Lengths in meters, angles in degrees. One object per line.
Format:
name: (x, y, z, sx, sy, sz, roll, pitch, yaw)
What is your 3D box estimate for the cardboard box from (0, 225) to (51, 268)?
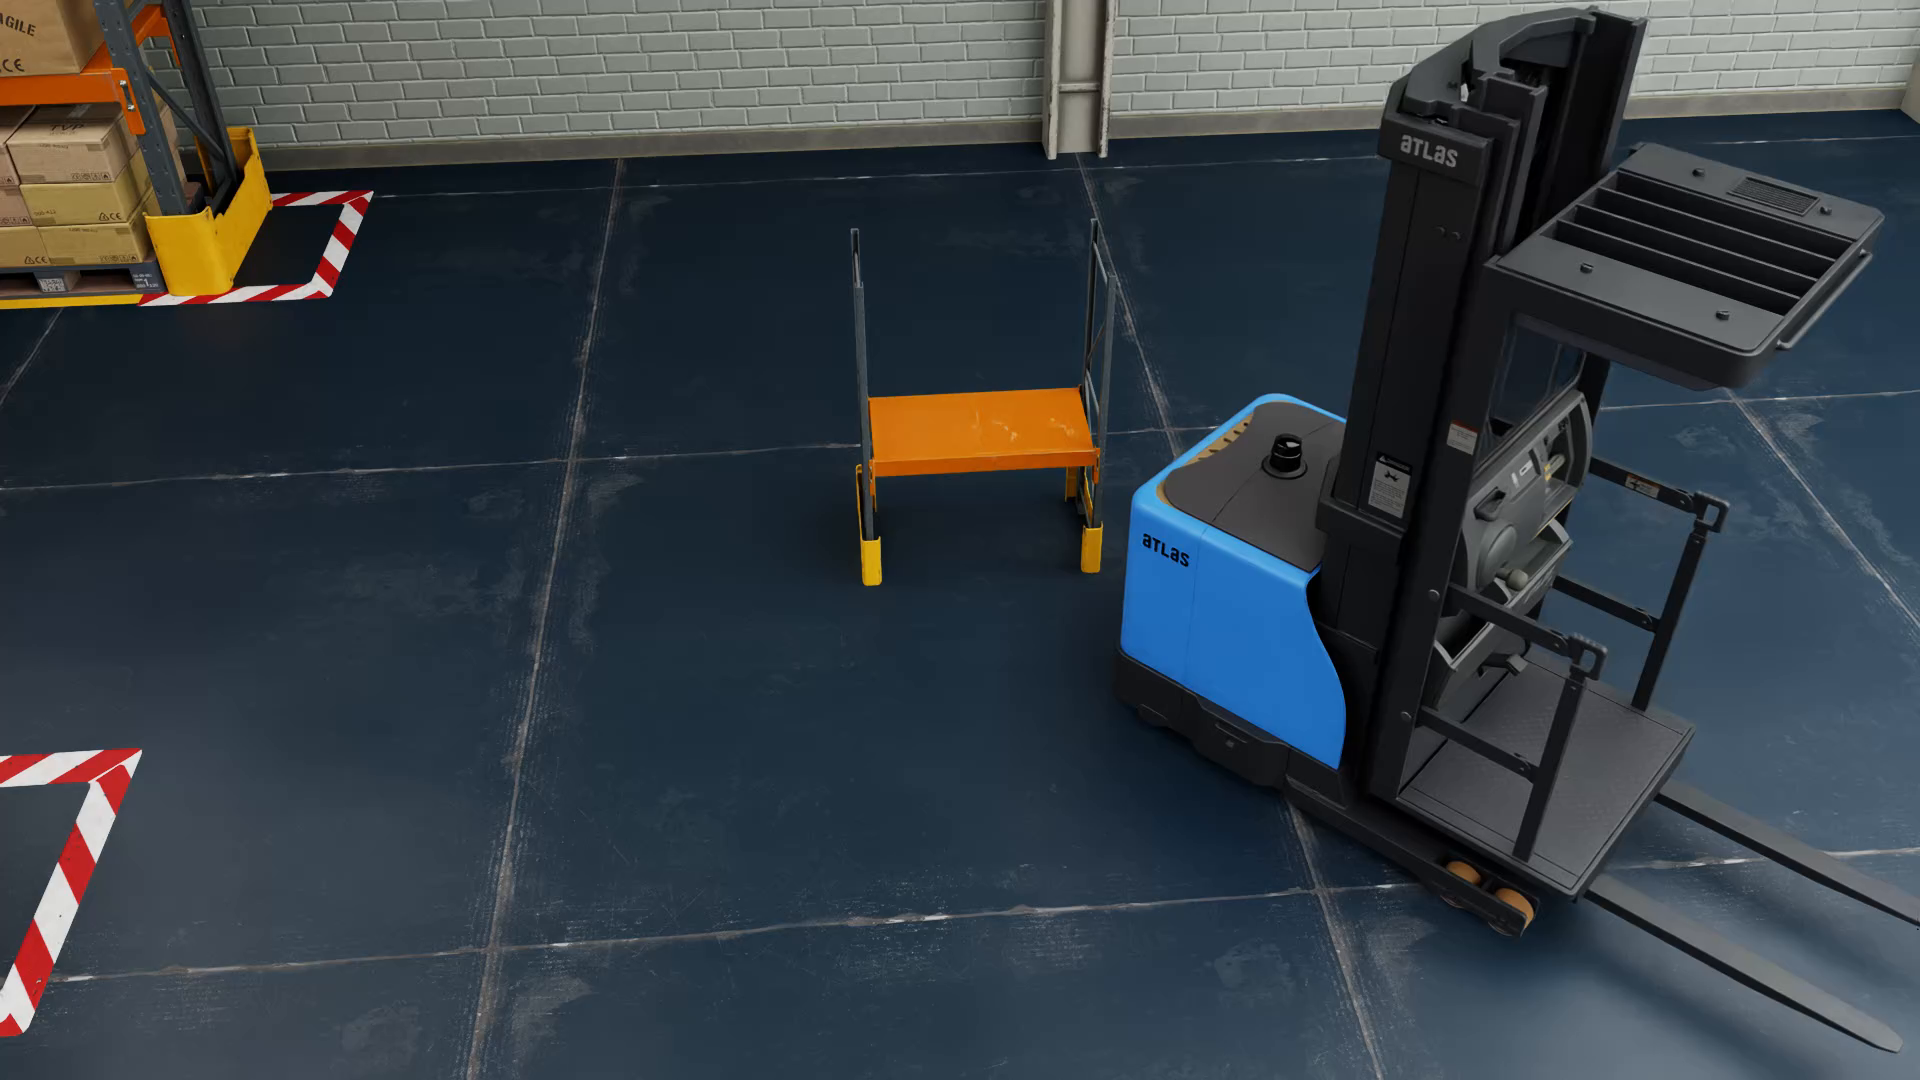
cardboard box: (-5.381, -1.779, 9.464, 0.500, 0.250, 0.500, -3, 38, -4)

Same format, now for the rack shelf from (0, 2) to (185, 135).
rack shelf: (-6.437, -2.544, 9.133, 4.000, 0.370, 1.077, -3, 38, -4)

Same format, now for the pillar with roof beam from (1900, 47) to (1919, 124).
pillar with roof beam: (7.116, -3.811, 5.315, 0.400, 9.000, 9.100, -3, 38, -4)

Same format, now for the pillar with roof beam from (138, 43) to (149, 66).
pillar with roof beam: (-4.837, -3.153, 4.481, 0.400, 9.000, 9.100, -3, 38, -4)

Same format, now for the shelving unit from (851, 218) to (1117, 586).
shelving unit: (0.076, -0.593, 7.291, 1.083, 1.500, 0.587, -3, 38, -4)

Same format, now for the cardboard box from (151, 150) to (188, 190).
cardboard box: (-4.951, -2.115, 9.890, 0.500, 0.250, 0.500, -3, 38, -4)

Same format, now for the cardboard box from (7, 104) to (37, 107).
cardboard box: (-5.438, -2.475, 9.538, 0.500, 0.250, 0.500, -3, 38, -4)

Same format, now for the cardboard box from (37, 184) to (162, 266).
cardboard box: (-4.885, -1.801, 9.491, 0.500, 0.250, 0.500, -3, 38, -4)

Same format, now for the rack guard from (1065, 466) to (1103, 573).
rack guard: (0.572, -0.130, 7.712, 0.087, 0.250, 0.587, -3, 38, -4)

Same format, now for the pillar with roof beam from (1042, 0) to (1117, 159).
pillar with roof beam: (1.140, -3.482, 4.898, 0.400, 9.000, 9.100, -3, 38, -4)

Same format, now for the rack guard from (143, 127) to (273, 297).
rack guard: (-4.421, -1.956, 9.825, 0.348, 0.500, 1.175, -3, 38, -4)

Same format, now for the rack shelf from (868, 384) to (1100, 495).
rack shelf: (0.085, -0.452, 7.403, 1.000, 0.185, 0.538, -3, 38, -4)

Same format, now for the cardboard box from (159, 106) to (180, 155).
cardboard box: (-4.931, -2.320, 9.746, 0.500, 0.250, 0.500, -2, 38, -3)

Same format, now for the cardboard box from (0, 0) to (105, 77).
cardboard box: (-4.912, -2.786, 8.779, 0.500, 0.500, 0.500, -4, 38, -5)

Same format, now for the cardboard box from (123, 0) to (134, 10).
cardboard box: (-4.963, -3.119, 9.201, 0.500, 0.500, 0.500, -2, 38, -3)

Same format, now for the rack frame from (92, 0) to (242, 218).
rack frame: (-4.445, -2.936, 9.049, 0.127, 3.000, 1.000, -3, 38, -4)

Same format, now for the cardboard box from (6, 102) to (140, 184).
cardboard box: (-4.876, -2.196, 9.185, 0.500, 0.250, 0.500, -2, 38, -2)

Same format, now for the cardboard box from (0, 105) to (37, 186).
cardboard box: (-5.384, -2.164, 9.145, 0.500, 0.250, 0.500, -2, 38, -3)

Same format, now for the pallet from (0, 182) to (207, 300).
pallet: (-5.203, -1.773, 9.827, 1.213, 0.211, 1.003, -3, 38, -4)

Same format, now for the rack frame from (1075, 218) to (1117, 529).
rack frame: (0.591, -0.621, 7.327, 0.032, 1.500, 0.500, -3, 38, -4)

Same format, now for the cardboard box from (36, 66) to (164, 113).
cardboard box: (-4.940, -2.504, 9.576, 0.500, 0.250, 0.500, -4, 38, -5)

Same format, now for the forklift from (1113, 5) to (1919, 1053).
forklift: (2.075, -0.107, 5.520, 3.031, 2.935, 1.130, 28, 46, 31)

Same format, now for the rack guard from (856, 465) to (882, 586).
rack guard: (-0.420, -0.075, 7.643, 0.087, 0.250, 0.587, -3, 38, -4)

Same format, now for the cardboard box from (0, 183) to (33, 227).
cardboard box: (-5.402, -1.977, 9.311, 0.500, 0.250, 0.500, -3, 38, -4)

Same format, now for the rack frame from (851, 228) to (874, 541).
rack frame: (-0.421, -0.566, 7.256, 0.032, 1.500, 0.500, -3, 38, -4)

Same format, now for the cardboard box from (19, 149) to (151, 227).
cardboard box: (-4.902, -1.998, 9.338, 0.500, 0.250, 0.500, -4, 38, -5)
